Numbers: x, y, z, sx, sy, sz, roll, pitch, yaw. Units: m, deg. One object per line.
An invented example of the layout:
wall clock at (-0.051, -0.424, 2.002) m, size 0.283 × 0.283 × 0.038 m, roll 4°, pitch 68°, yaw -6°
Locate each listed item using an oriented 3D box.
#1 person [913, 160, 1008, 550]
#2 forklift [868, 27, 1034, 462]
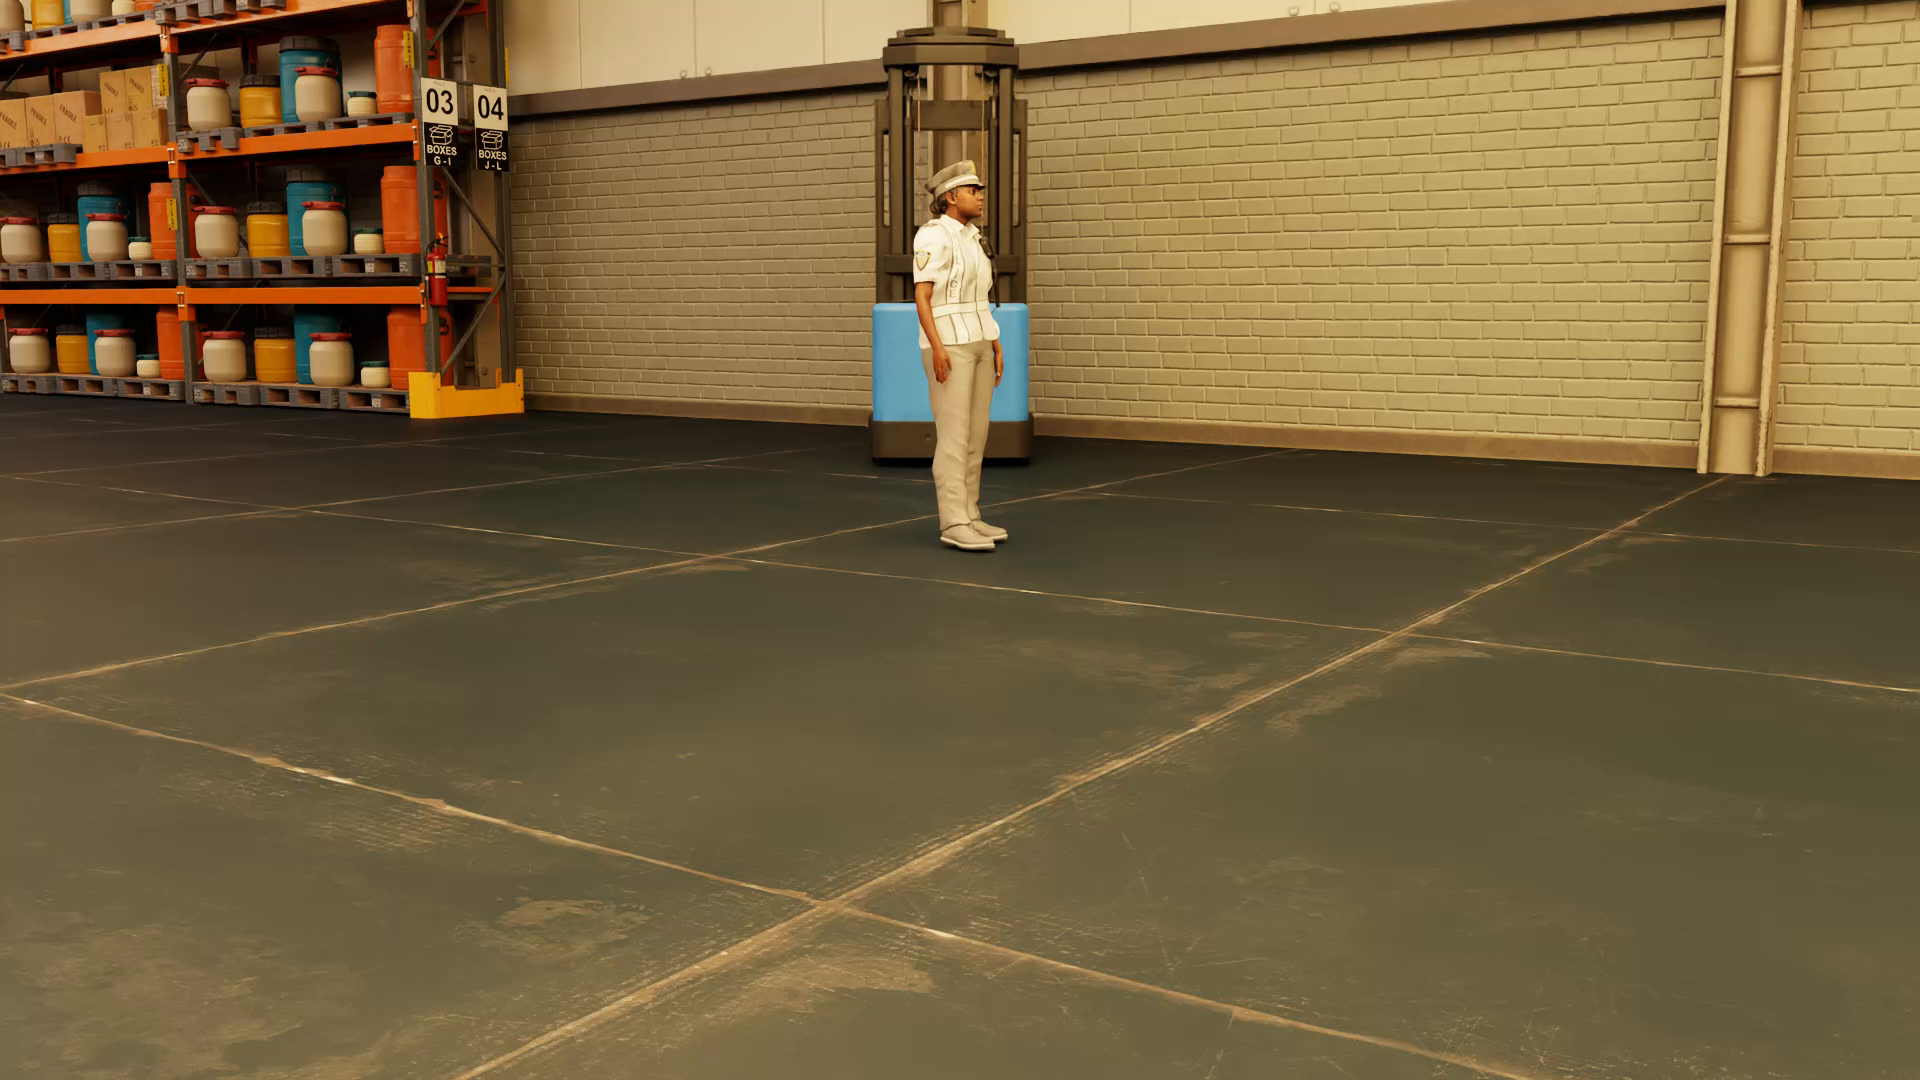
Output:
person at (0.052, -0.838, 7.426) m, size 0.528 × 1.697 × 0.570 m, roll 5°, pitch 10°, yaw 34°
forklift at (-0.063, -2.127, 12.152) m, size 1.130 × 2.935 × 3.031 m, roll 0°, pitch 8°, yaw 0°
